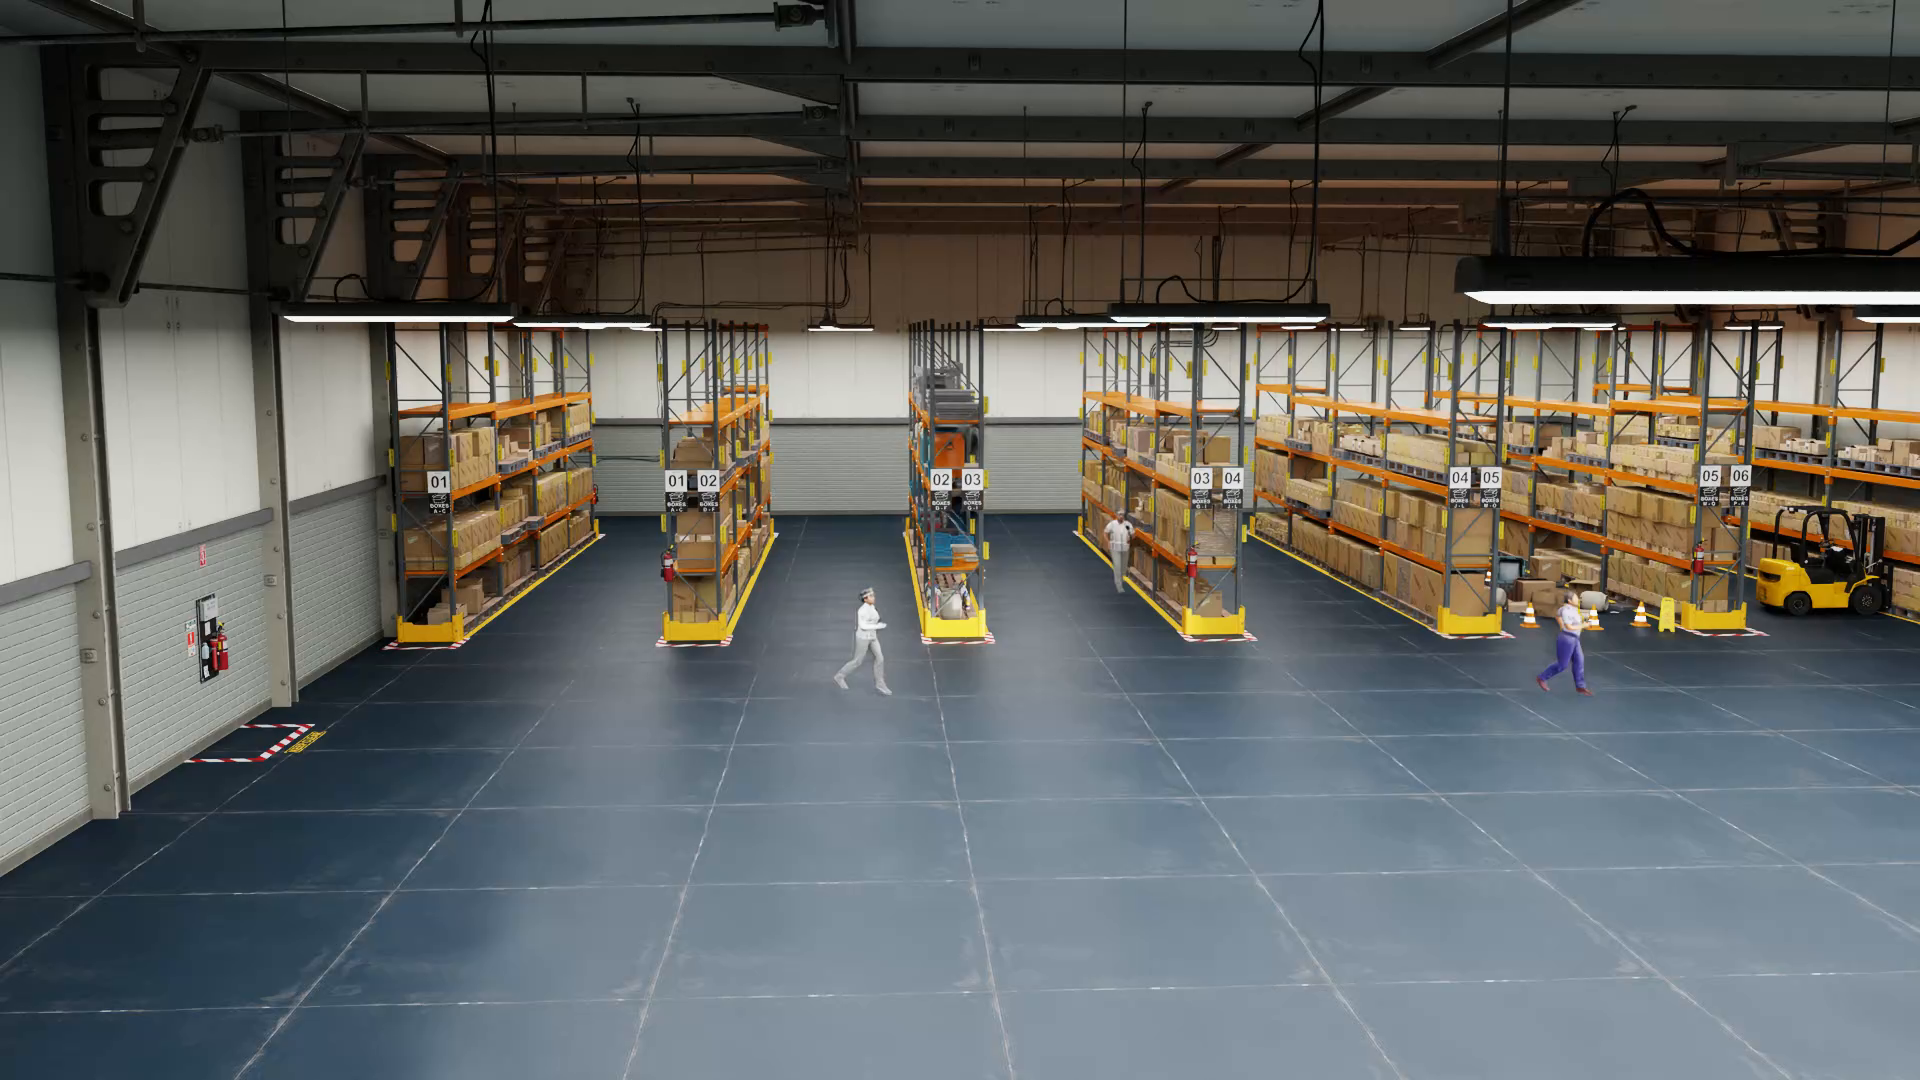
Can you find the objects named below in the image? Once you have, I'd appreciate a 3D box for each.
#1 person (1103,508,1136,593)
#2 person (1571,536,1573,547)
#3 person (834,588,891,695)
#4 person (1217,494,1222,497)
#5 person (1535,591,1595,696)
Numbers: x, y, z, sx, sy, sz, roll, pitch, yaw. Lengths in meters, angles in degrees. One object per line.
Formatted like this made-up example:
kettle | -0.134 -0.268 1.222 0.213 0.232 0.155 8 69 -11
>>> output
person | 3.399 0.231 35.216 0.684 1.835 0.759 -1 7 -10
person | 16.276 -0.618 44.430 0.685 1.736 0.599 -2 7 -13
person | -1.543 1.604 26.607 0.919 1.729 0.621 3 8 22
person | 7.270 -0.760 45.366 0.637 1.746 0.632 0 7 -3
person | 9.631 1.640 26.407 0.902 1.642 0.632 4 8 28
